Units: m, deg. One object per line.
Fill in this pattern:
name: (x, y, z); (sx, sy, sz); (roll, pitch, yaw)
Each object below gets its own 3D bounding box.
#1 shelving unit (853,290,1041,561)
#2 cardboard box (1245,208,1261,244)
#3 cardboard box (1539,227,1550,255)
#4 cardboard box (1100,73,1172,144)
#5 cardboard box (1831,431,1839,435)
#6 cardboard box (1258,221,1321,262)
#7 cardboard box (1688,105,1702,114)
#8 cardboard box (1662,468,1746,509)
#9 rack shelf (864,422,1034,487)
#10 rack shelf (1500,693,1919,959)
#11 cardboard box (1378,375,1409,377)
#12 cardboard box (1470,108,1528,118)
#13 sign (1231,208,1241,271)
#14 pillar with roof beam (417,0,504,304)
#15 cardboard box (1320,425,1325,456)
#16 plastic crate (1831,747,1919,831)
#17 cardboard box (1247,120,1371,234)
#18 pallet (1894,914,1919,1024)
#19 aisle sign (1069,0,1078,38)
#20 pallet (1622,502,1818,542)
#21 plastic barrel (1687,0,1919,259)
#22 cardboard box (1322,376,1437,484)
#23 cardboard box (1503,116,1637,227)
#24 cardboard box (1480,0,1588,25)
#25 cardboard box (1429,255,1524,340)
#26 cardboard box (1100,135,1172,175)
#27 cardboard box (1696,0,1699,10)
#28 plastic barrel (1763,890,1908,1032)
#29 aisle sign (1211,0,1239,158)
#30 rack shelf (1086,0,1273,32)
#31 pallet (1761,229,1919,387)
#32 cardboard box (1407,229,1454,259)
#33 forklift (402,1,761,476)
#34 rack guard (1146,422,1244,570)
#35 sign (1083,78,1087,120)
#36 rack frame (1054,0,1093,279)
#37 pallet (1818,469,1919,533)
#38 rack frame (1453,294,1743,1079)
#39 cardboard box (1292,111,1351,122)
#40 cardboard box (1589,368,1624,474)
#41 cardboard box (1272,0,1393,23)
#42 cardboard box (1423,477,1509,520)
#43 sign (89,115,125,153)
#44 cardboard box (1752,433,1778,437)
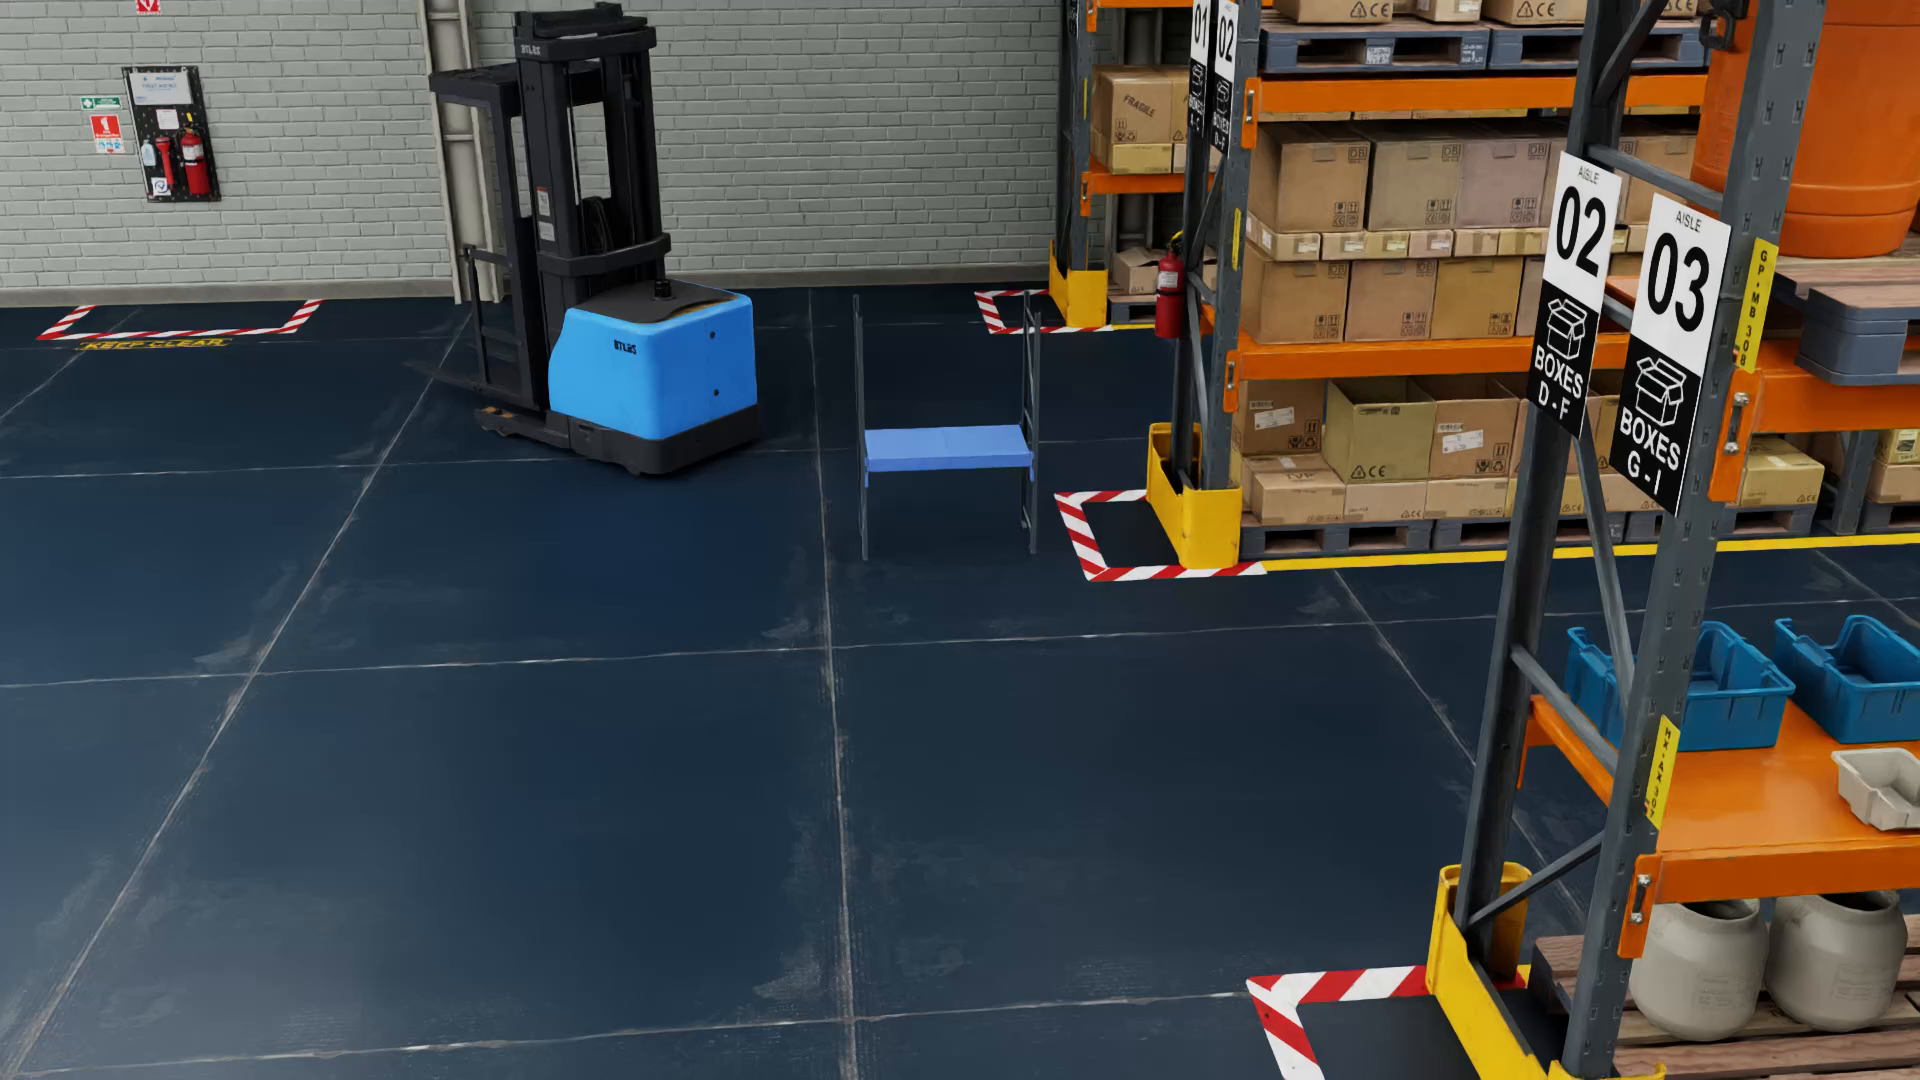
shelving unit: (-0.085, -0.682, 9.938); (1.048, 1.500, 0.538); (-2, 24, -5)
cardboard box: (1.822, -1.871, 9.845); (0.250, 0.149, 0.380); (-3, 24, -6)
cardboard box: (3.402, -1.768, 9.614); (0.250, 0.149, 0.380); (-2, 24, -5)
cardboard box: (1.475, -3.620, 13.937); (0.500, 0.500, 0.500); (-2, 24, -5)
cardboard box: (5.816, -0.920, 10.805); (0.500, 0.311, 0.500); (-2, 24, -5)
cardboard box: (1.873, -1.707, 9.476); (0.250, 0.149, 0.380); (-2, 24, -6)
cardboard box: (6.670, -3.910, 14.689); (0.500, 0.500, 0.700); (1, 24, 2)
cardboard box: (4.503, -0.409, 10.345); (0.500, 0.250, 0.500); (-2, 24, -5)
rack shelf: (-0.085, -0.518, 10.011); (1.000, 0.185, 0.538); (-2, 24, -5)
rack shelf: (3.934, 0.815, 5.610); (4.000, 0.370, 1.077); (-2, 24, -5)
cardboard box: (2.959, -0.902, 10.532); (0.500, 0.500, 0.500); (-2, 24, -5)
cardboard box: (4.511, -3.738, 14.203); (0.500, 0.500, 0.500); (-2, 24, -5)
sign: (1.510, -1.644, 9.092); (0.005, 0.325, 0.100); (-2, 24, -5)
pillar with roof beam: (-3.966, -4.578, 9.471); (0.400, 9.000, 9.100); (-2, 24, -5)
cardboard box: (2.462, -0.538, 10.635); (0.500, 0.250, 0.500); (-2, 24, -5)
plastic crate: (2.866, 0.780, 5.126); (0.250, 0.136, 0.298); (-2, 24, -5)
cardboard box: (1.979, -2.091, 9.540); (0.500, 0.500, 0.700); (-2, 24, -5)
pallet: (4.035, 1.740, 6.075); (1.213, 0.211, 1.003); (-2, 24, -5)
aisle sign: (0.928, -4.503, 13.486); (0.004, 0.787, 0.394); (-2, 24, -5)
pallet: (4.646, -0.307, 10.681); (1.213, 0.211, 1.003); (-2, 24, -5)
plastic barrel: (2.415, -1.264, 4.662); (0.708, 0.830, 0.600); (-2, 24, -5)
cardboard box: (2.514, -0.667, 10.002); (0.500, 0.500, 0.500); (-2, 24, -5)
cardboard box: (3.502, -2.154, 9.684); (0.500, 0.500, 0.700); (-2, 24, -5)
cardboard box: (3.141, -3.065, 8.946); (0.500, 0.500, 0.500); (-2, 24, -5)
cardboard box: (2.944, -1.536, 9.890); (0.500, 0.500, 0.700); (-2, 24, -5)
cardboard box: (1.487, -3.270, 14.075); (0.500, 0.250, 0.500); (-3, 24, -7)
cardboard box: (4.377, -3.247, 9.590); (0.500, 0.311, 0.500); (-4, 24, -8)
plastic barrel: (3.090, 1.433, 5.878); (0.421, 0.512, 0.421); (0, 24, 0)
aisle sign: (1.426, -2.498, 8.977); (0.004, 0.787, 0.394); (-2, 24, -5)
rack shelf: (2.961, -4.561, 14.010); (4.000, 0.370, 1.077); (-2, 24, -5)
pallet: (2.777, -0.712, 4.699); (1.213, 0.211, 1.003); (-2, 24, -5)
cardboard box: (2.635, -1.738, 9.544); (0.250, 0.149, 0.380); (-3, 24, -6)
forklift: (-2.884, -2.235, 11.670); (3.031, 2.935, 1.130); (17, 29, 34)
rack guard: (1.437, -0.293, 10.295); (0.348, 0.500, 1.175); (-2, 24, -5)
sign: (1.024, -3.615, 13.624); (0.005, 0.325, 0.100); (-2, 24, -5)
rack frame: (0.970, -3.439, 14.294); (0.127, 3.000, 1.000); (-2, 24, -5)
pallet: (6.171, -0.367, 10.816); (1.213, 0.211, 1.003); (-2, 24, -5)
rack frame: (1.944, 0.566, 5.284); (0.127, 3.000, 1.000); (-2, 24, -5)
cardboard box: (2.995, -3.679, 14.070); (0.500, 0.500, 0.500); (-2, 24, -3)
cardboard box: (4.006, -0.731, 10.146); (0.500, 0.500, 0.500); (-2, 24, -5)
cardboard box: (2.033, -3.132, 9.093); (0.637, 0.503, 0.797); (-1, 24, -1)
cardboard box: (3.011, -0.345, 10.201); (0.500, 0.250, 0.500); (-2, 24, -5)
sign: (-7.412, -3.529, 14.454); (0.234, 0.329, 0.001); (-2, 24, -5)
cardboard box: (4.949, -0.982, 10.712); (0.500, 0.500, 0.500); (-2, 24, -5)
